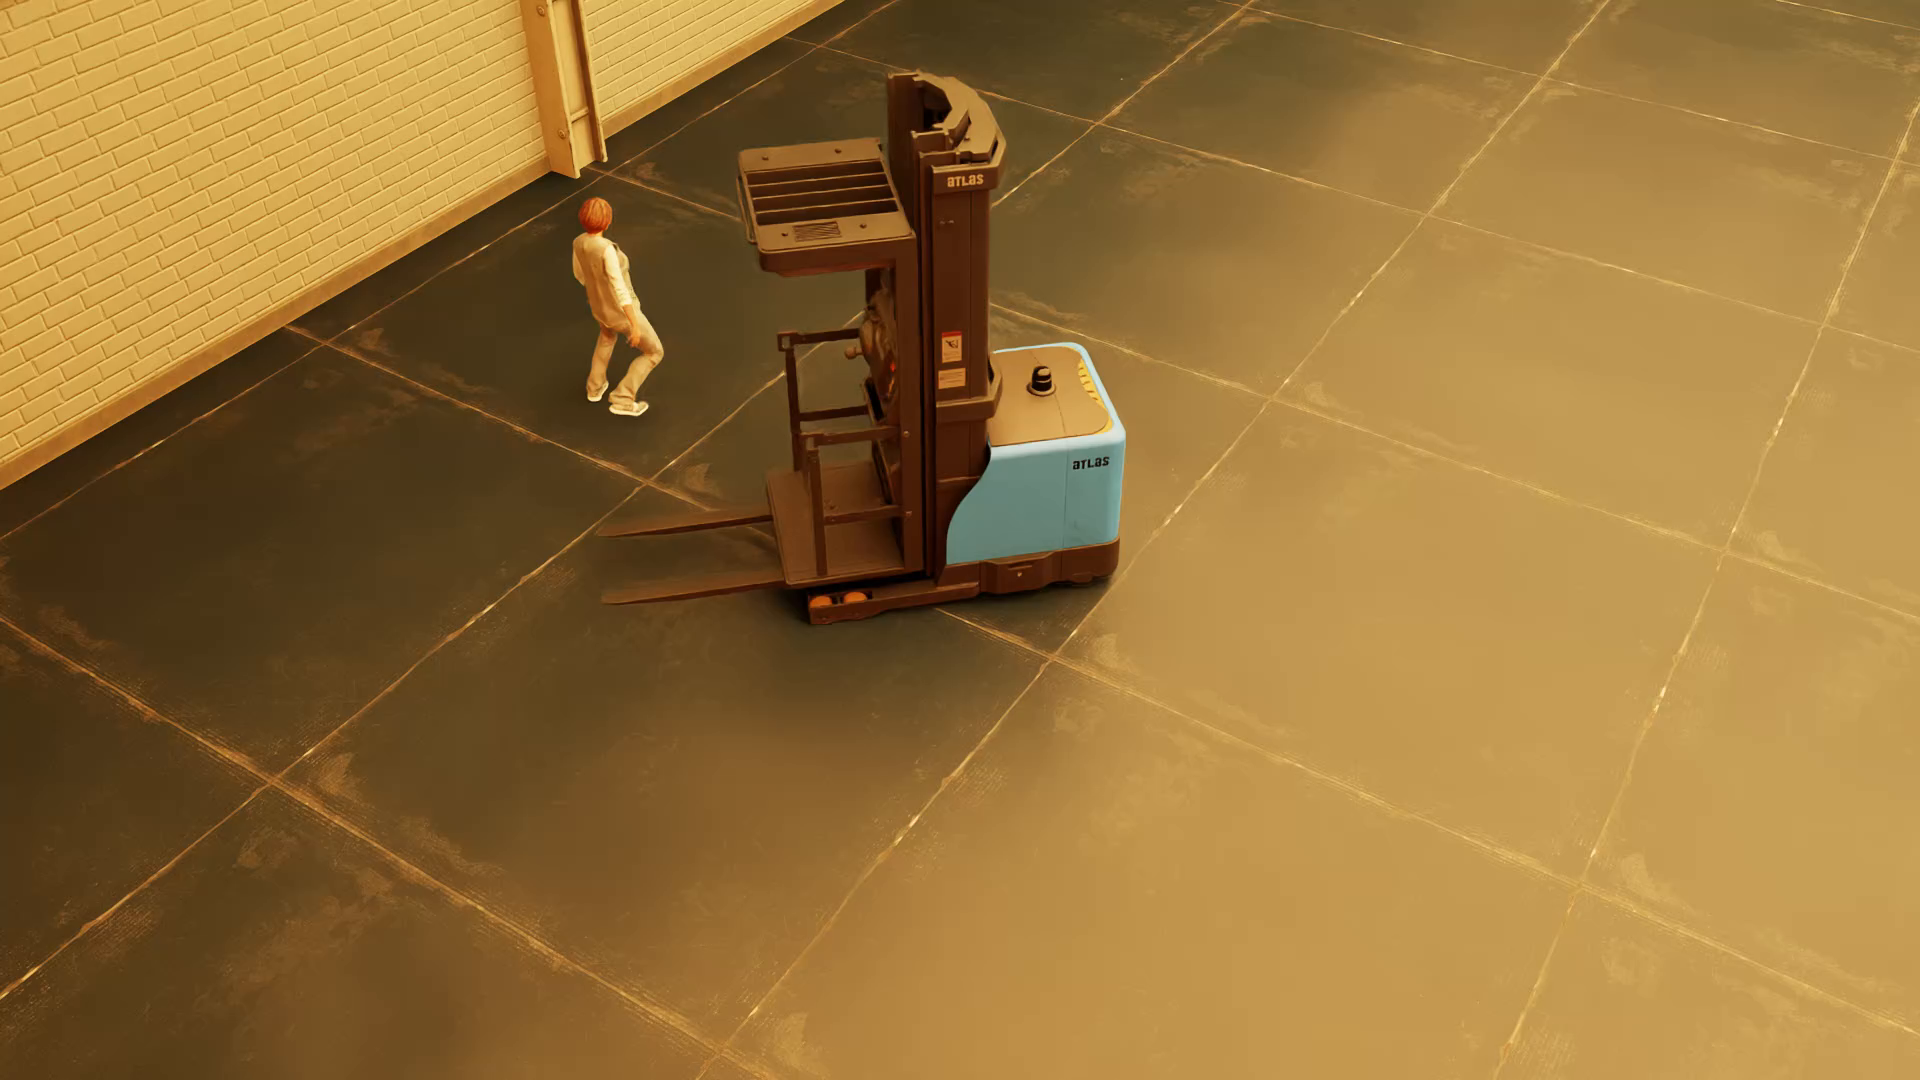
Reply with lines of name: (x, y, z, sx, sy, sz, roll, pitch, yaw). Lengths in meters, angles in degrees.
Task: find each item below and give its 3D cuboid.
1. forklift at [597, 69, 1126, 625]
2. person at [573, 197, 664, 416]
forklift: (-0.626, -1.000, 9.147, 3.031, 2.935, 1.130, -8, 41, -9)
person: (-2.261, -1.496, 10.838, 0.450, 1.512, 0.754, -30, 49, -31)
